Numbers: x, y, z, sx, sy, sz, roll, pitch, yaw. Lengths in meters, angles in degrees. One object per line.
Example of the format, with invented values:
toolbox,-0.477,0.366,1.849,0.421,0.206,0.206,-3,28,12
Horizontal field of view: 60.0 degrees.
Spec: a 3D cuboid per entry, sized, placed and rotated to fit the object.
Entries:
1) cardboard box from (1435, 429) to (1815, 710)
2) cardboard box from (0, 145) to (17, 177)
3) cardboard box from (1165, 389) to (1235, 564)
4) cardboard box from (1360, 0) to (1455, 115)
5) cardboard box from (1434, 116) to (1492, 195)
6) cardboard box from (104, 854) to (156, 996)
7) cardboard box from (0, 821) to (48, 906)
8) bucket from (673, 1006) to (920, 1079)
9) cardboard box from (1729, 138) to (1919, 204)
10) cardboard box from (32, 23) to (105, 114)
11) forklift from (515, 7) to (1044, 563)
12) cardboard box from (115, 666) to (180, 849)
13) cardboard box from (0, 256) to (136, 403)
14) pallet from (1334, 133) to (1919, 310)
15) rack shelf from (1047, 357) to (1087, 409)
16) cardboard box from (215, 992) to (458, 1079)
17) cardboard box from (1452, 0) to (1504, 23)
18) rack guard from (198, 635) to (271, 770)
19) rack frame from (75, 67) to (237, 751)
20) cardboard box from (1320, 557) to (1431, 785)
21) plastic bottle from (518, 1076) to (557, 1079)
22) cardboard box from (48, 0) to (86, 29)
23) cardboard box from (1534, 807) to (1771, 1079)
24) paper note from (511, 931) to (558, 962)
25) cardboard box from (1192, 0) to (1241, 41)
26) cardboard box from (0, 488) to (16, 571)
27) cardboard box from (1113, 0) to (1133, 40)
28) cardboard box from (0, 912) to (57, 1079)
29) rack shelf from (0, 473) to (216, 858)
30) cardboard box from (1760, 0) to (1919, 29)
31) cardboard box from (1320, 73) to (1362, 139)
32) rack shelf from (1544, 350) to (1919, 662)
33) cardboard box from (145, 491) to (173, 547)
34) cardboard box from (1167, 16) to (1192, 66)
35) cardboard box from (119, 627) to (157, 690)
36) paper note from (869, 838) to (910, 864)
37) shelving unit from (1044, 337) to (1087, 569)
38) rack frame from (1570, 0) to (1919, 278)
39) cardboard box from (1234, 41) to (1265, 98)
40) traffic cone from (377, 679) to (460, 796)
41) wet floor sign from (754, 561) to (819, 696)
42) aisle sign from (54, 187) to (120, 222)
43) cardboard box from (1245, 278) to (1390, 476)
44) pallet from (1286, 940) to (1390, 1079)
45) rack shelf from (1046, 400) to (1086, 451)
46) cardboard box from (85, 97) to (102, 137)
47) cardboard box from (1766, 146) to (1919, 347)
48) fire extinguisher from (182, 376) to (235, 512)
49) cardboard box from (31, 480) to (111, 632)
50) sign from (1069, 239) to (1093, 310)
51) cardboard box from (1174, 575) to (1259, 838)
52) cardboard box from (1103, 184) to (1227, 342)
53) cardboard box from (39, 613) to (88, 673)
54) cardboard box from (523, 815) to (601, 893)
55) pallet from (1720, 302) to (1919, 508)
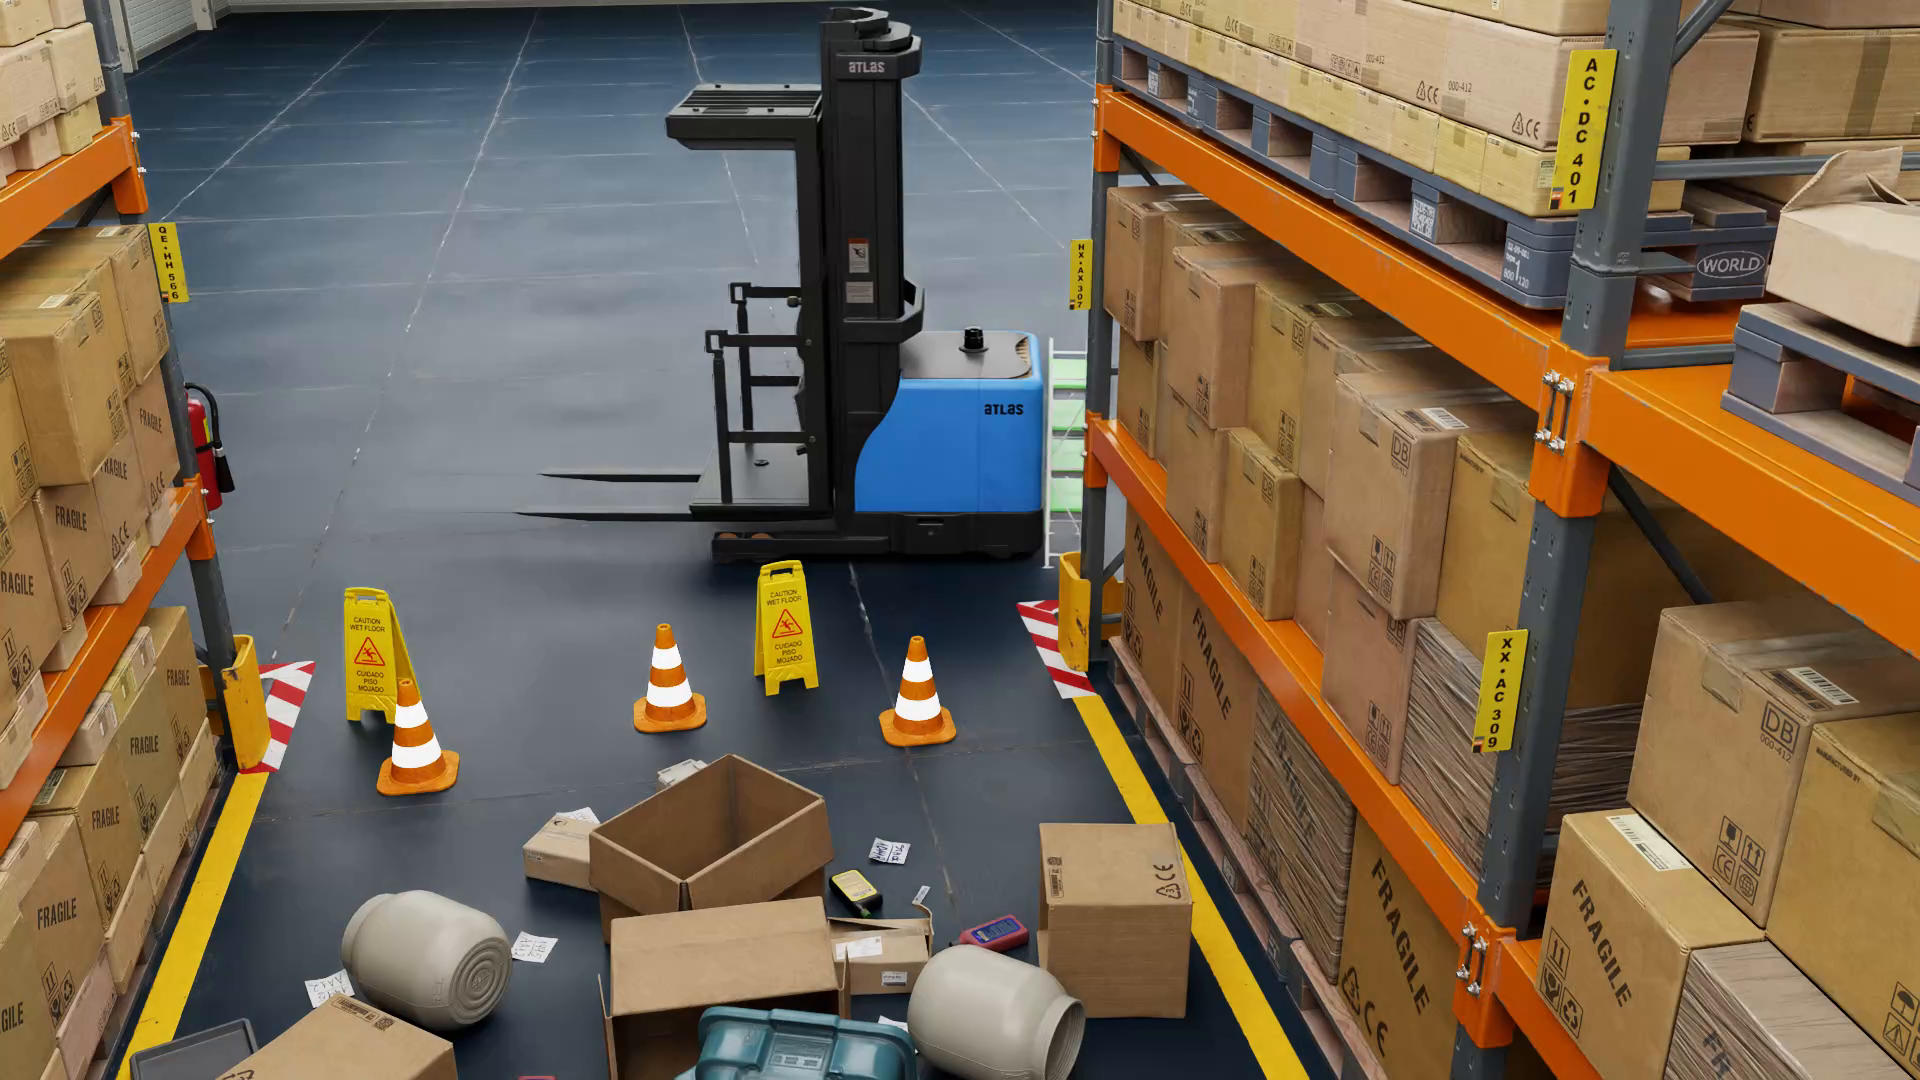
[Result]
cardboard box,1.804,0.045,4.363,0.875,0.550,0.550,-4,24,-10
cardboard box,-3.331,-1.244,5.416,0.380,0.149,0.250,-4,24,-9
cardboard box,1.315,-0.299,6.499,0.875,0.550,0.550,-4,24,-10
cardboard box,1.402,-1.298,4.392,0.500,0.250,0.500,-4,24,-10
cardboard box,1.410,-0.960,4.117,0.380,0.149,0.250,-4,24,-9
cardboard box,-3.143,1.364,5.789,0.500,0.250,0.500,-5,24,-12
cardboard box,-2.965,0.976,4.932,0.380,0.149,0.250,-3,24,-7
bucket,-0.452,1.677,4.354,0.726,0.611,0.620,4,34,9
cardboard box,2.105,-0.910,4.002,0.380,0.149,0.250,-5,24,-11
cardboard box,-3.388,-1.672,5.898,0.500,0.250,0.500,-5,24,-10
forklift,-1.038,-1.424,9.348,3.031,2.935,1.130,0,24,0
cardboard box,-3.243,0.814,6.113,0.500,0.500,0.500,-3,24,-8
cardboard box,-3.352,-0.667,5.784,0.700,0.500,0.500,-4,24,-9
pallet,1.697,-0.900,4.427,1.003,0.211,1.213,-4,24,-10
rack shelf,0.612,-0.869,9.200,0.258,0.148,0.480,1,24,3
cardboard box,-1.868,1.785,5.036,0.500,0.500,0.500,13,27,27
cardboard box,1.411,-1.327,3.960,0.380,0.149,0.250,-4,24,-10
rack guard,-3.733,0.764,7.375,1.175,0.500,0.348,-4,24,-10
rack frame,-3.747,-0.411,6.943,1.000,3.000,0.127,-4,24,-10
cardboard box,1.635,0.329,5.062,0.875,0.550,0.550,-4,24,-10
plastic bottle,-1.403,1.863,5.409,0.133,0.061,0.283,0,24,-1
cardboard box,-3.394,-1.925,5.979,0.380,0.149,0.250,-4,24,-9
cardboard box,1.671,0.937,3.732,0.500,0.500,0.500,-4,24,-9
paper note,-1.606,1.525,6.235,0.148,0.019,0.142,4,24,9
cardboard box,1.125,-1.891,5.750,0.500,0.250,0.500,-4,24,-10
cardboard box,-3.015,-0.069,4.415,0.700,0.500,0.500,-5,24,-11
cardboard box,0.847,-2.156,6.856,0.380,0.149,0.250,-4,24,-9
cardboard box,-2.962,1.425,4.714,0.500,0.500,0.500,-3,24,-8
rack shelf,-3.377,0.705,5.286,1.077,0.370,4.000,-4,24,-10
cardboard box,2.105,-1.275,3.842,0.380,0.149,0.250,-4,24,-9
cardboard box,1.269,-1.261,4.805,0.380,0.149,0.250,-4,24,-9
rack shelf,2.208,0.498,2.013,1.077,0.370,4.000,-4,24,-10
cardboard box,-3.312,-0.073,6.484,0.380,0.149,0.250,-5,24,-10
cardboard box,0.988,-1.858,6.173,0.380,0.149,0.250,-4,24,-9
cardboard box,-3.209,0.451,6.133,0.380,0.149,0.250,-4,24,-8
paper note,-0.287,1.270,6.805,0.144,0.017,0.142,4,24,9
shelving unit,0.612,-0.487,9.367,0.258,1.200,0.503,1,24,3
rack frame,1.838,-1.993,3.070,1.000,3.000,0.127,-4,24,-10
cardboard box,1.128,-1.560,5.490,0.380,0.149,0.250,-4,24,-9
traffic cone,-2.400,0.825,7.282,0.336,0.463,0.334,-4,24,-10
wet floor sign,-0.852,0.397,8.035,0.267,0.644,0.232,-9,25,-19
aisle sign,-3.474,-1.648,6.528,0.394,0.787,0.004,-4,24,-10
cardboard box,1.518,-0.593,5.824,0.875,0.550,0.500,-4,24,-10
pallet,1.775,1.729,5.527,1.003,0.211,1.213,-4,24,-10
rack shelf,0.612,-0.649,9.296,0.258,0.148,0.480,1,24,3
cardboard box,-3.406,-1.551,6.119,0.380,0.149,0.250,-4,24,-10
cardboard box,1.705,-0.539,3.007,0.258,0.266,0.396,-5,24,-11
fire extinguisher,-3.315,-0.455,7.140,0.296,0.674,0.183,-4,24,-10
cardboard box,-3.199,-0.006,5.519,0.500,0.500,0.500,-4,24,-10
sign,0.552,-1.211,7.595,0.100,0.325,0.005,-4,24,-10
cardboard box,1.454,0.572,6.823,0.875,0.875,0.875,-5,24,-11
cardboard box,1.129,-1.232,7.286,0.875,0.550,0.550,-4,24,-10
cardboard box,-3.162,0.333,5.553,0.380,0.149,0.250,-5,24,-10
cardboard box,-1.520,1.261,6.676,0.380,0.149,0.250,8,25,18
pallet,2.056,-0.174,2.891,0.805,0.209,1.217,-5,24,-12
